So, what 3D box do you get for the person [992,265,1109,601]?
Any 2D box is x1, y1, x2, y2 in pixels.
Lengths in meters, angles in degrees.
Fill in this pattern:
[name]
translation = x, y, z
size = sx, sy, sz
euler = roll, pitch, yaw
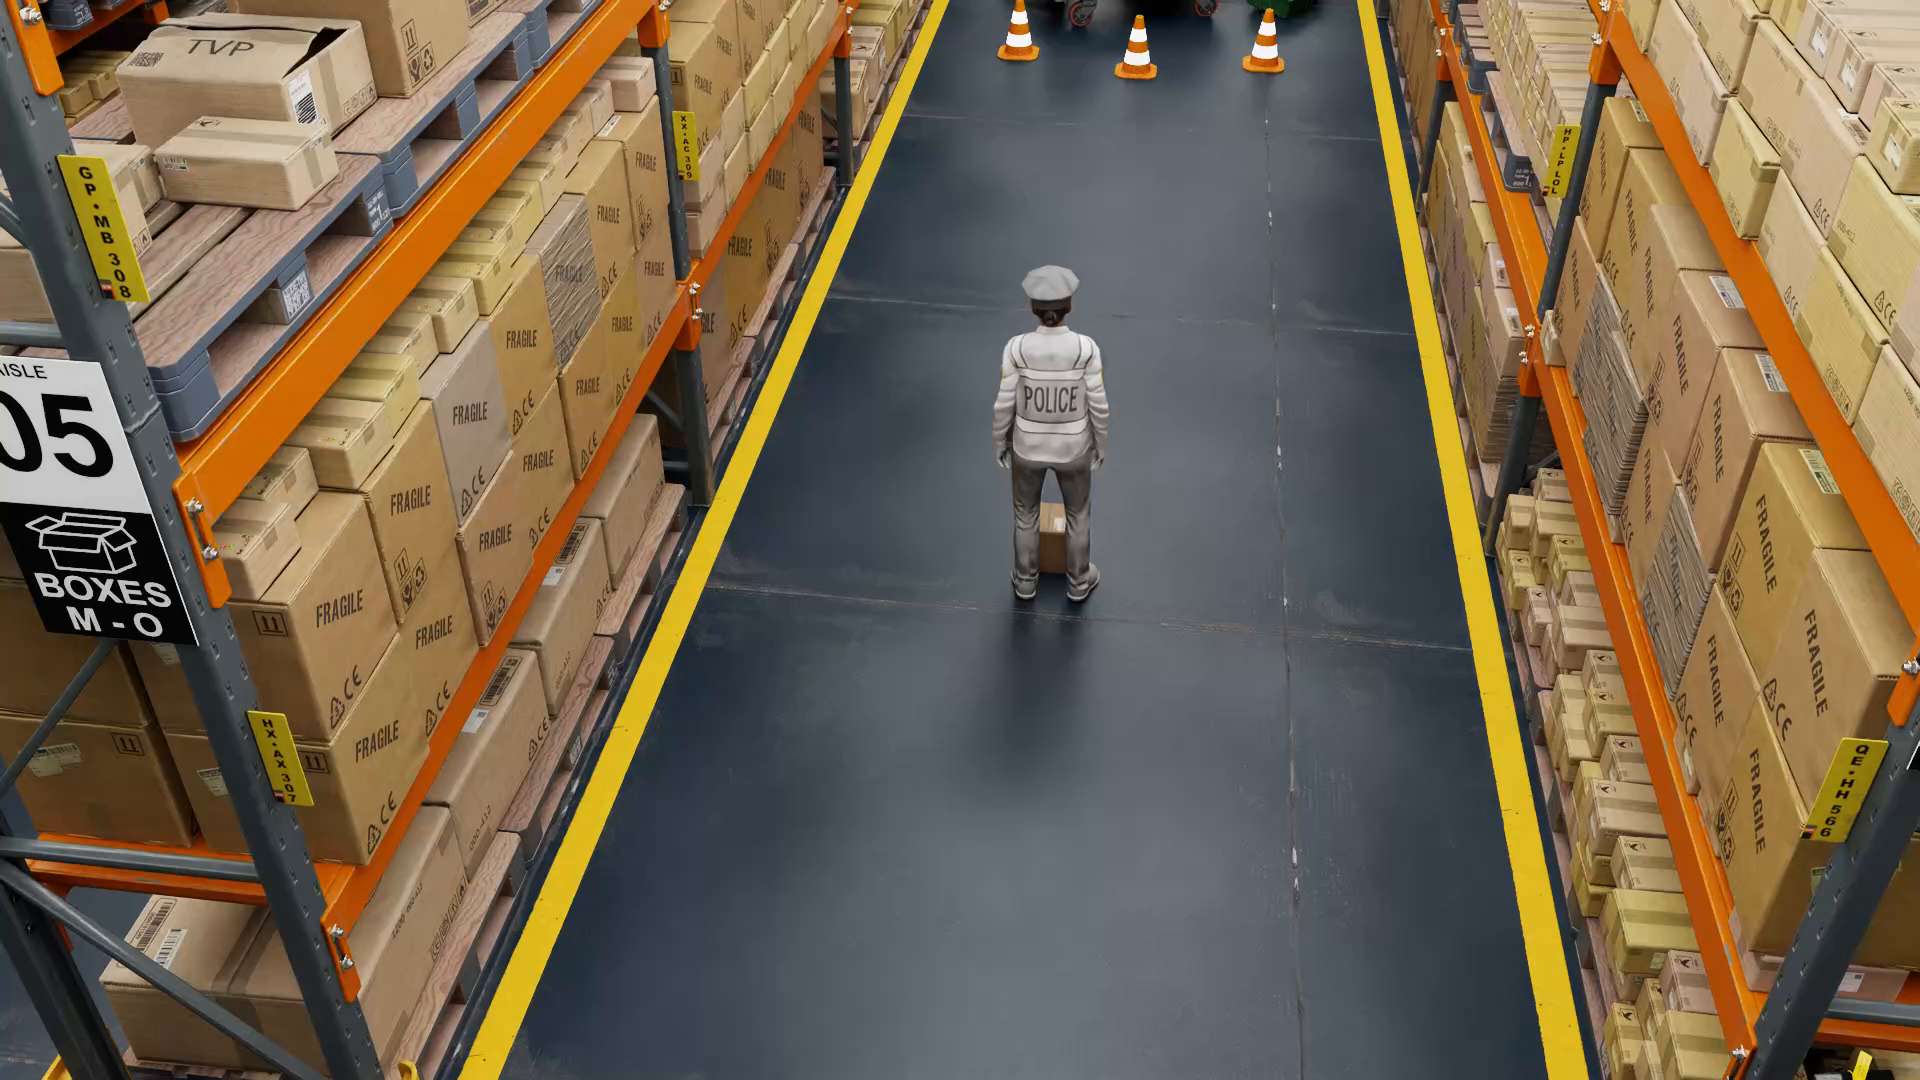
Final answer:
[person]
translation = 0.414, -0.435, 7.628
size = 0.531, 1.661, 0.375
euler = 3, 36, 4
